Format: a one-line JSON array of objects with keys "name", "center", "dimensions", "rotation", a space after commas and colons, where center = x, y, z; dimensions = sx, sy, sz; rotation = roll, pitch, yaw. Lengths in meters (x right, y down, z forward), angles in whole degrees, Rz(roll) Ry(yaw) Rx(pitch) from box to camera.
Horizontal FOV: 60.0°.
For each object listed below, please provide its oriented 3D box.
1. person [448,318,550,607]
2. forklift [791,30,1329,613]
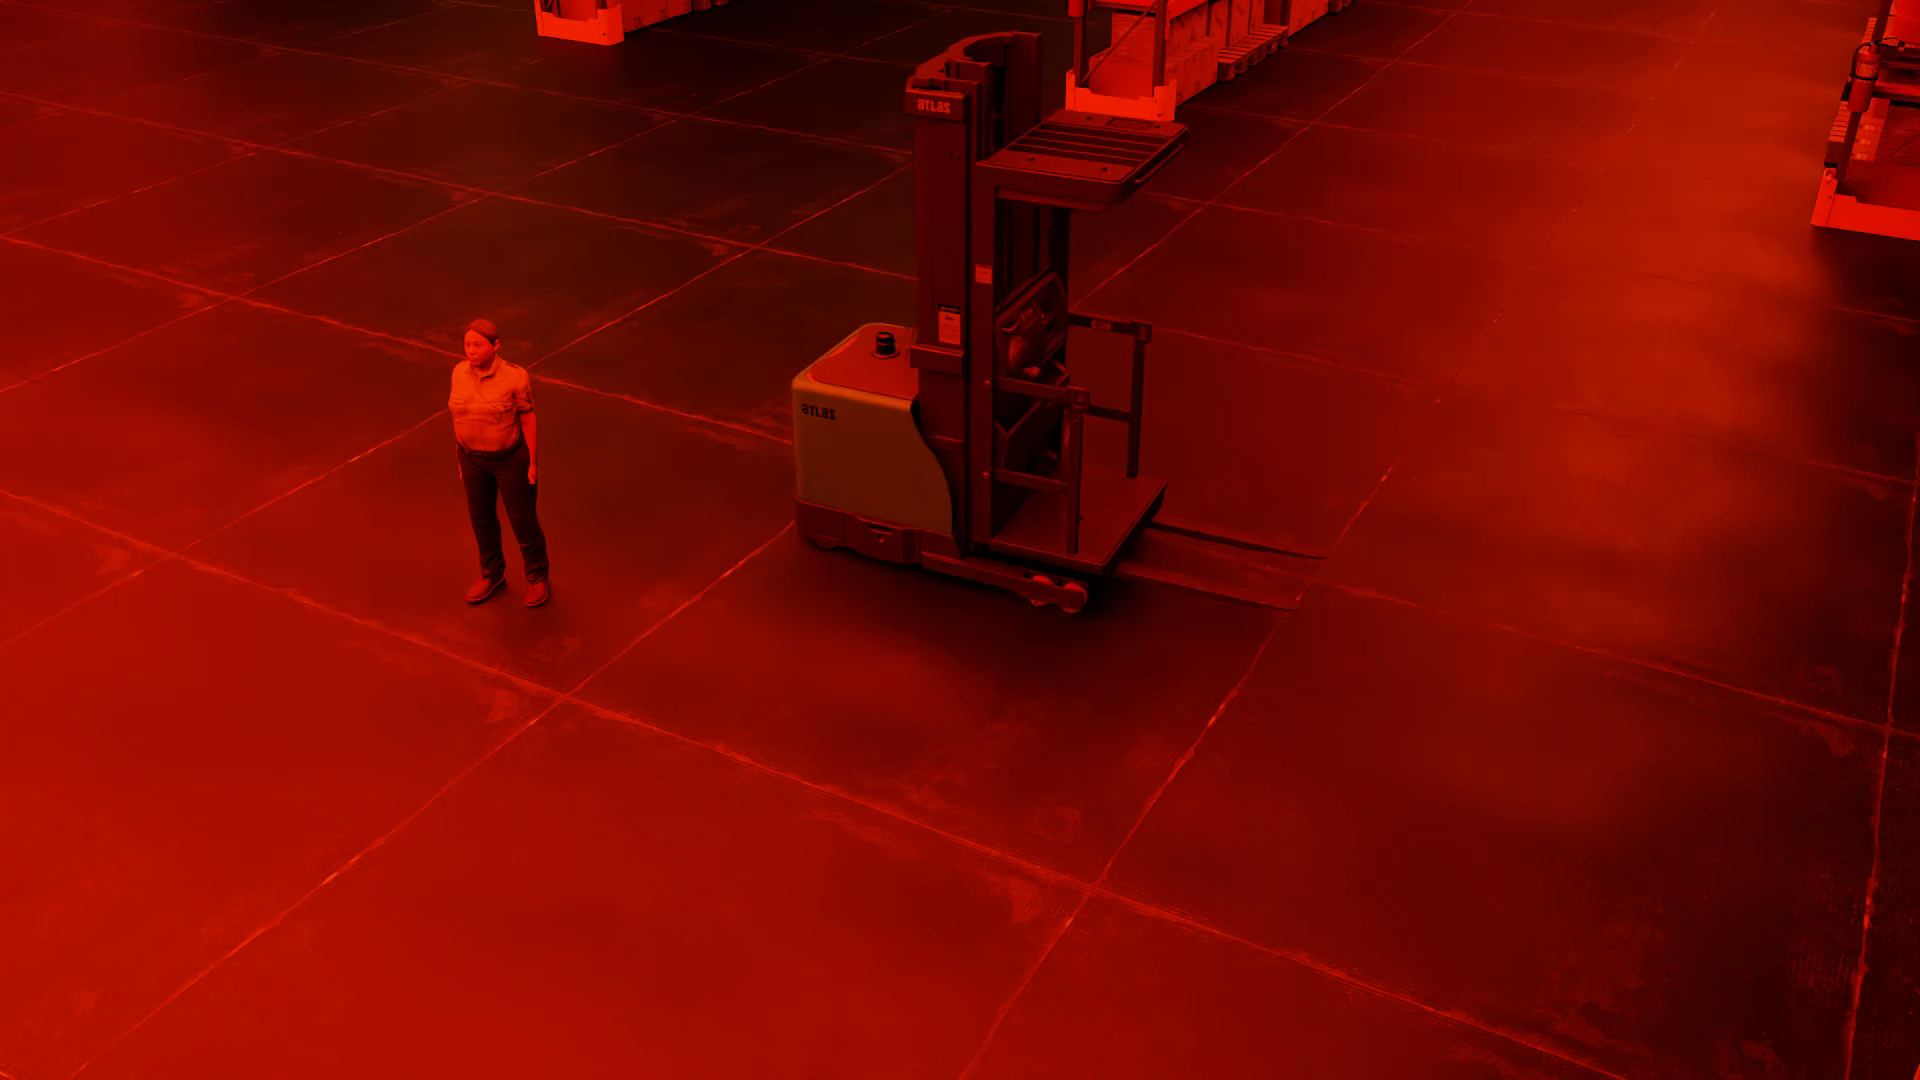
[{"name": "person", "center": [-2.543, -0.422, 9.094], "dimensions": [0.481, 1.650, 0.359], "rotation": [4, 30, 8]}, {"name": "forklift", "center": [0.579, -1.165, 9.088], "dimensions": [3.031, 2.935, 1.130], "rotation": [13, 32, 21]}]
